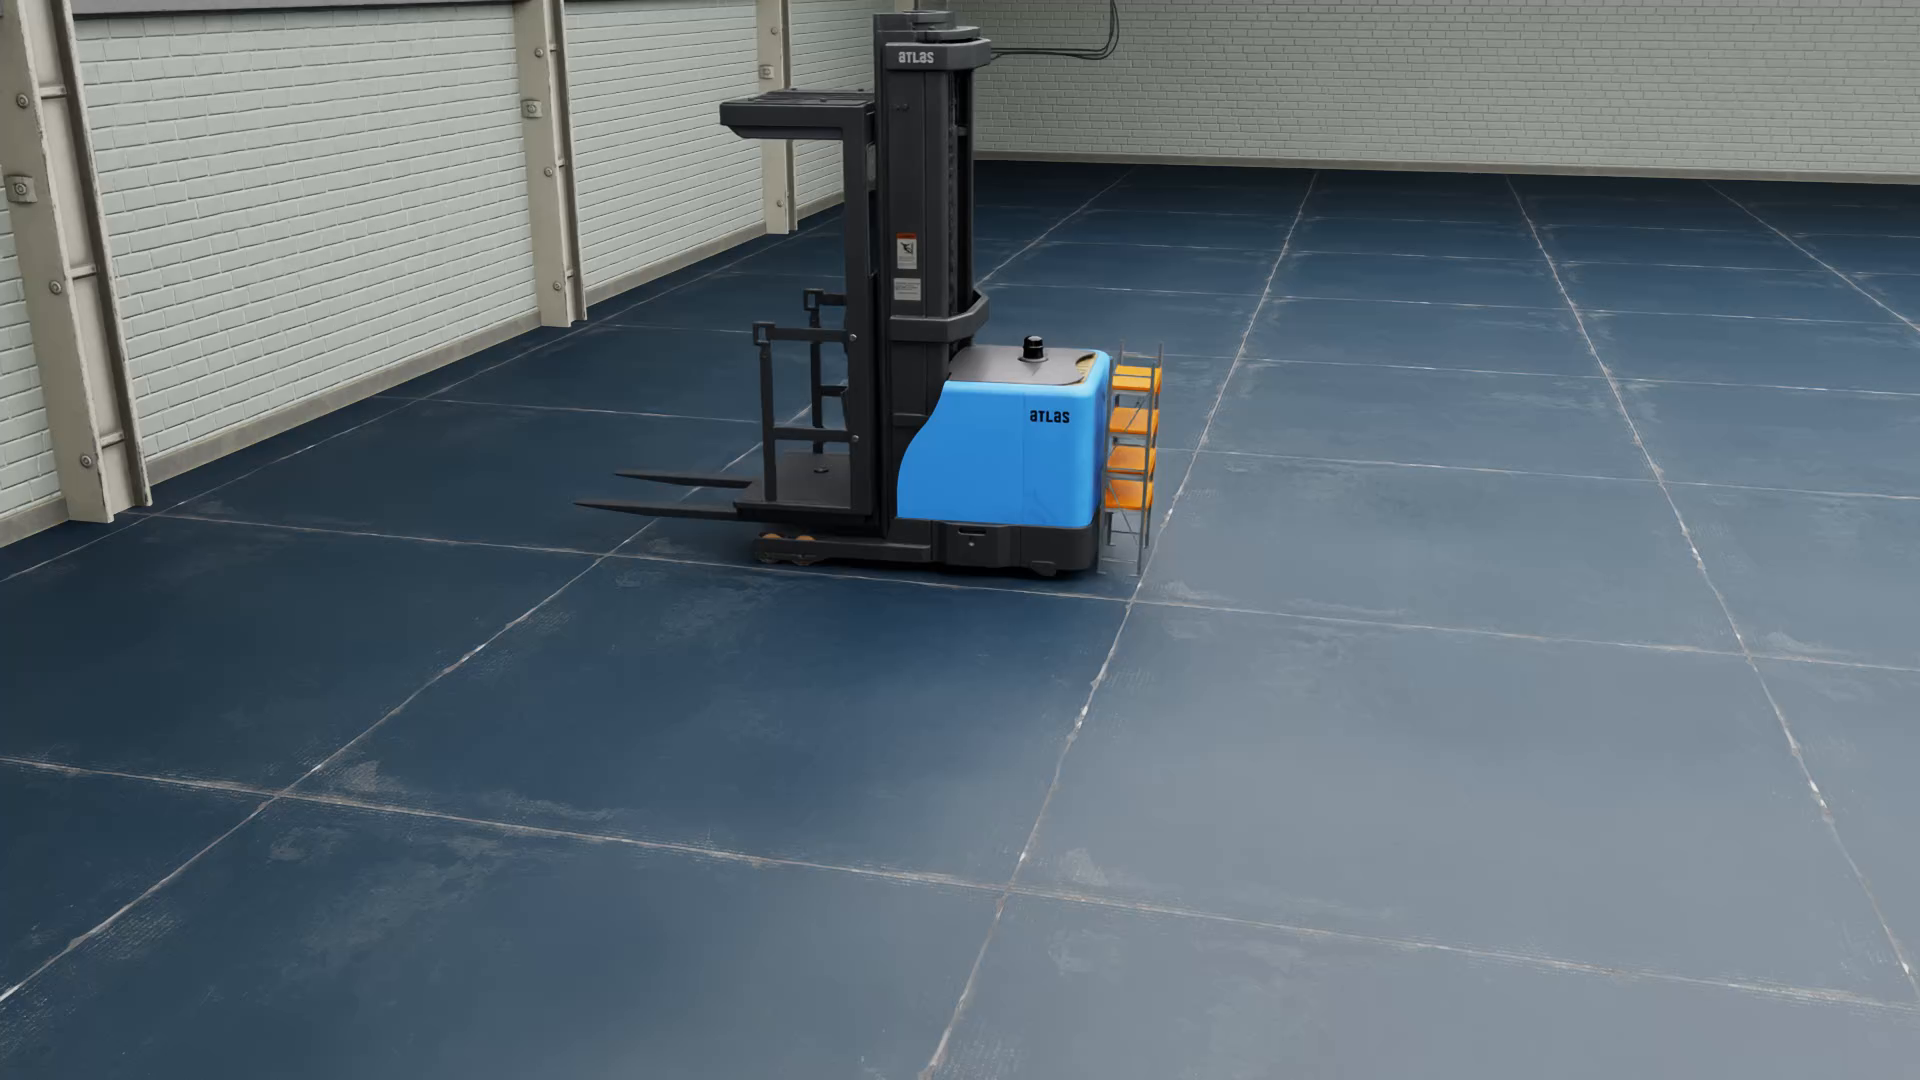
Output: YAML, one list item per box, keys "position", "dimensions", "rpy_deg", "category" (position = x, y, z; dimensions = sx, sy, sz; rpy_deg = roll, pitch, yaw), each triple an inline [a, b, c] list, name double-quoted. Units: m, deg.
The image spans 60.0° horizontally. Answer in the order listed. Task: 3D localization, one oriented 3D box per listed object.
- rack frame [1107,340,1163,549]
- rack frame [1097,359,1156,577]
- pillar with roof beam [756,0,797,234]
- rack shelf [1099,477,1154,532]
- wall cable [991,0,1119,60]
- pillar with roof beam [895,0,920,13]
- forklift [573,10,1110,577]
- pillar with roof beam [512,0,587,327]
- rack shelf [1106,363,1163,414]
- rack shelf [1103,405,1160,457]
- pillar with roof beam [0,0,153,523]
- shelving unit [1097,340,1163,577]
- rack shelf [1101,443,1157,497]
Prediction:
- position: [0.982, -0.530, 9.370]
  dimensions: [0.240, 1.200, 0.015]
  rpy_deg: [5, 20, 10]
  category: "rack frame"
- position: [0.888, -0.375, 8.917]
  dimensions: [0.240, 1.200, 0.015]
  rpy_deg: [5, 20, 10]
  category: "rack frame"
- position: [1.889, -7.856, 18.764]
  dimensions: [9.100, 9.000, 0.400]
  rpy_deg: [5, 19, 13]
  category: "pillar with roof beam"
- position: [0.927, -0.202, 9.231]
  dimensions: [0.258, 0.148, 0.480]
  rpy_deg: [5, 20, 10]
  category: "rack shelf"
- position: [1.183, -9.426, 28.165]
  dimensions: [3.097, 2.526, 0.112]
  rpy_deg: [5, 19, 13]
  category: "wall cable"
- position: [3.355, -9.736, 24.270]
  dimensions: [9.100, 9.000, 0.400]
  rpy_deg: [5, 19, 13]
  category: "pillar with roof beam"
- position: [-0.693, -1.405, 9.267]
  dimensions: [3.031, 2.935, 1.130]
  rpy_deg: [3, 19, 10]
  category: "forklift"
- position: [0.424, -5.975, 13.259]
  dimensions: [9.100, 9.000, 0.400]
  rpy_deg: [5, 19, 13]
  category: "pillar with roof beam"
- position: [0.947, -0.823, 9.014]
  dimensions: [0.258, 0.148, 0.480]
  rpy_deg: [5, 20, 10]
  category: "rack shelf"
- position: [0.940, -0.600, 9.092]
  dimensions: [0.258, 0.148, 0.480]
  rpy_deg: [5, 20, 10]
  category: "rack shelf"
- position: [-1.042, -4.094, 7.753]
  dimensions: [9.100, 9.000, 0.400]
  rpy_deg: [5, 19, 13]
  category: "pillar with roof beam"
- position: [0.935, -0.453, 9.144]
  dimensions: [0.258, 1.200, 0.503]
  rpy_deg: [5, 20, 10]
  category: "shelving unit"
- position: [0.933, -0.389, 9.166]
  dimensions: [0.258, 0.148, 0.480]
  rpy_deg: [5, 20, 10]
  category: "rack shelf"
